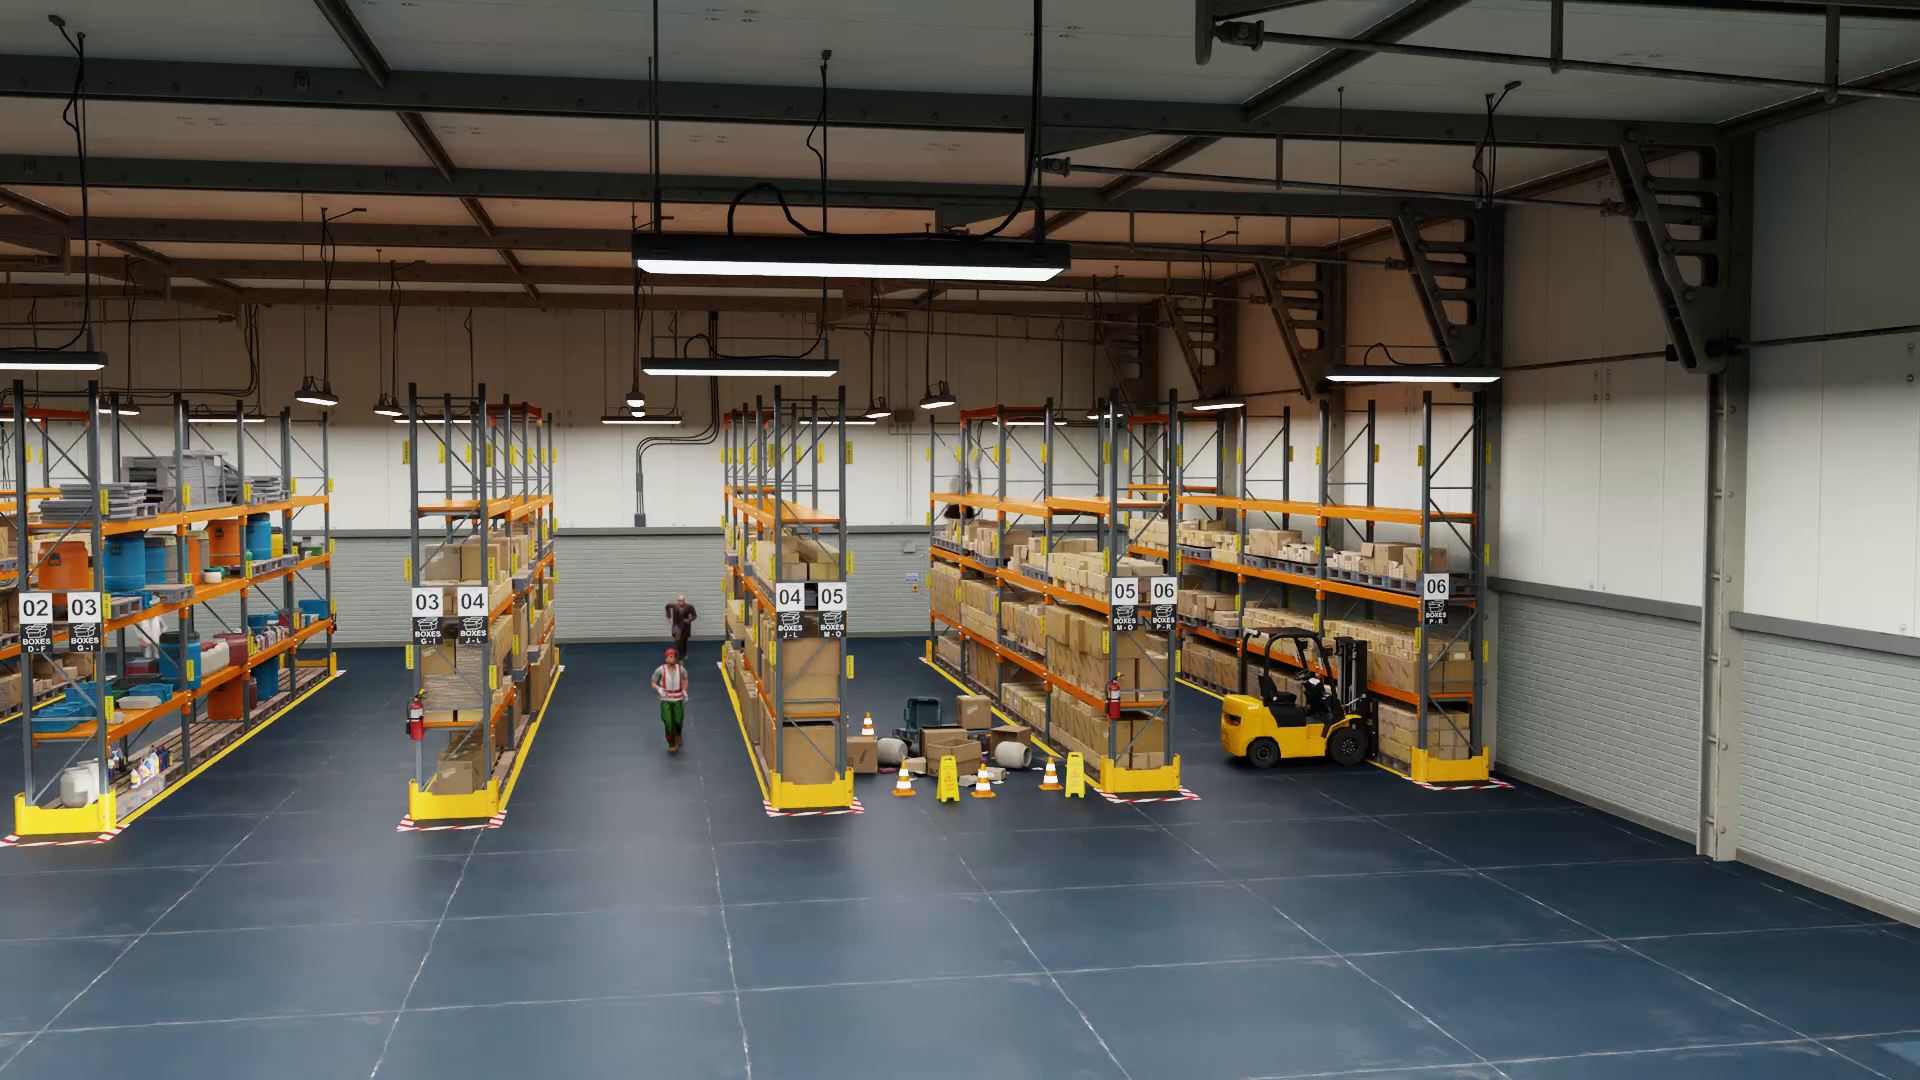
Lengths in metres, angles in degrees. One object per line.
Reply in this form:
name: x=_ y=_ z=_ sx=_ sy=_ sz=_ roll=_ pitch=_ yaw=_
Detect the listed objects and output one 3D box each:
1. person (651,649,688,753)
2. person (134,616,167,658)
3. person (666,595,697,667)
person: x=-4.869 y=2.710 z=27.996 sx=0.635 sy=1.751 sz=0.615 roll=-1 pitch=3 yaw=-19
person: x=-17.833 y=2.277 z=36.682 sx=0.682 sy=1.739 sz=0.558 roll=-2 pitch=3 yaw=-32
person: x=-6.687 y=2.160 z=39.968 sx=0.753 sy=1.744 sz=1.053 roll=0 pitch=3 yaw=-5
